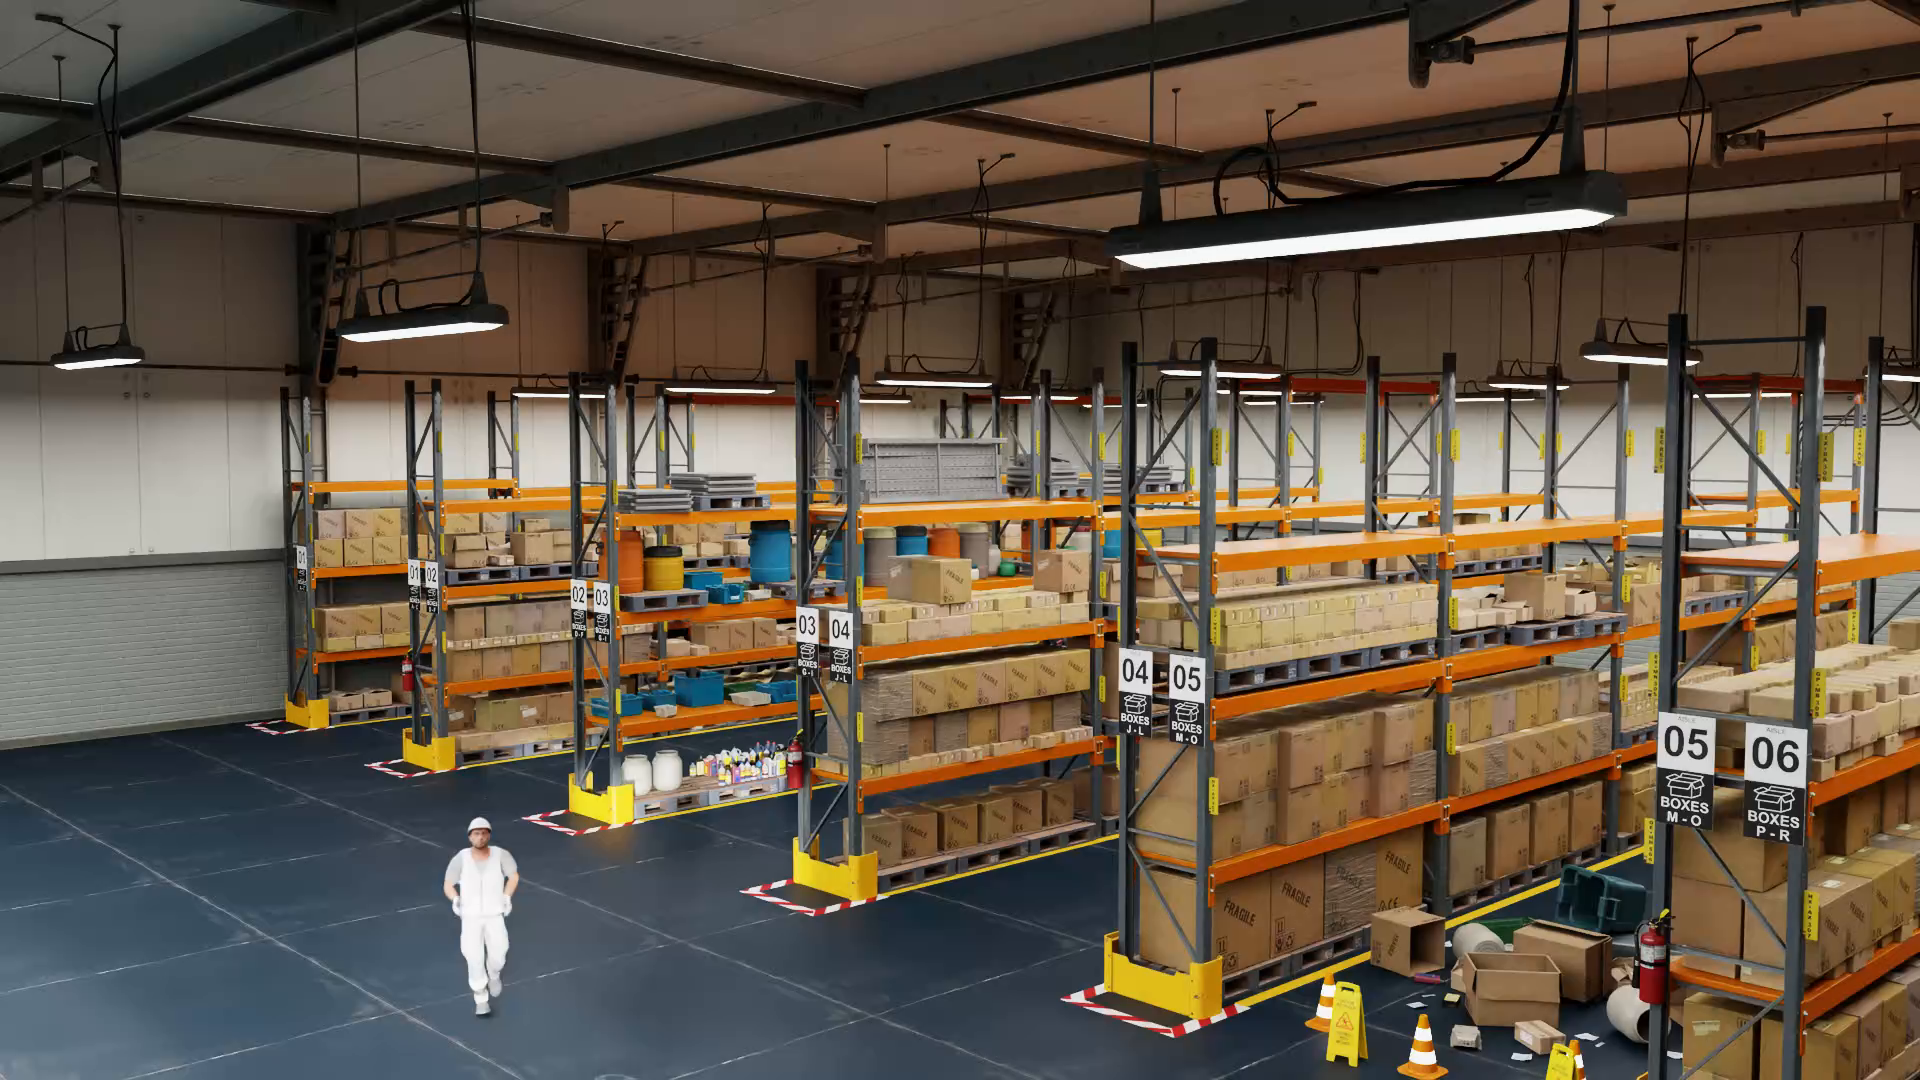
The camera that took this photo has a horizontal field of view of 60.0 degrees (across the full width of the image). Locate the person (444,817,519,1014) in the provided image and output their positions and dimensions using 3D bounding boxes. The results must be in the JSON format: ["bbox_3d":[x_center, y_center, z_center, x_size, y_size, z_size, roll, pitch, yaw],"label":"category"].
[{"bbox_3d":[-4.260,3.344,14.829,0.651,1.739,0.612,-1,4,-17],"label":"person"}]

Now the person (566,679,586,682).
[{"bbox_3d":[-6.826,2.457,29.581,0.577,1.669,0.682,3,5,40],"label":"person"}]
